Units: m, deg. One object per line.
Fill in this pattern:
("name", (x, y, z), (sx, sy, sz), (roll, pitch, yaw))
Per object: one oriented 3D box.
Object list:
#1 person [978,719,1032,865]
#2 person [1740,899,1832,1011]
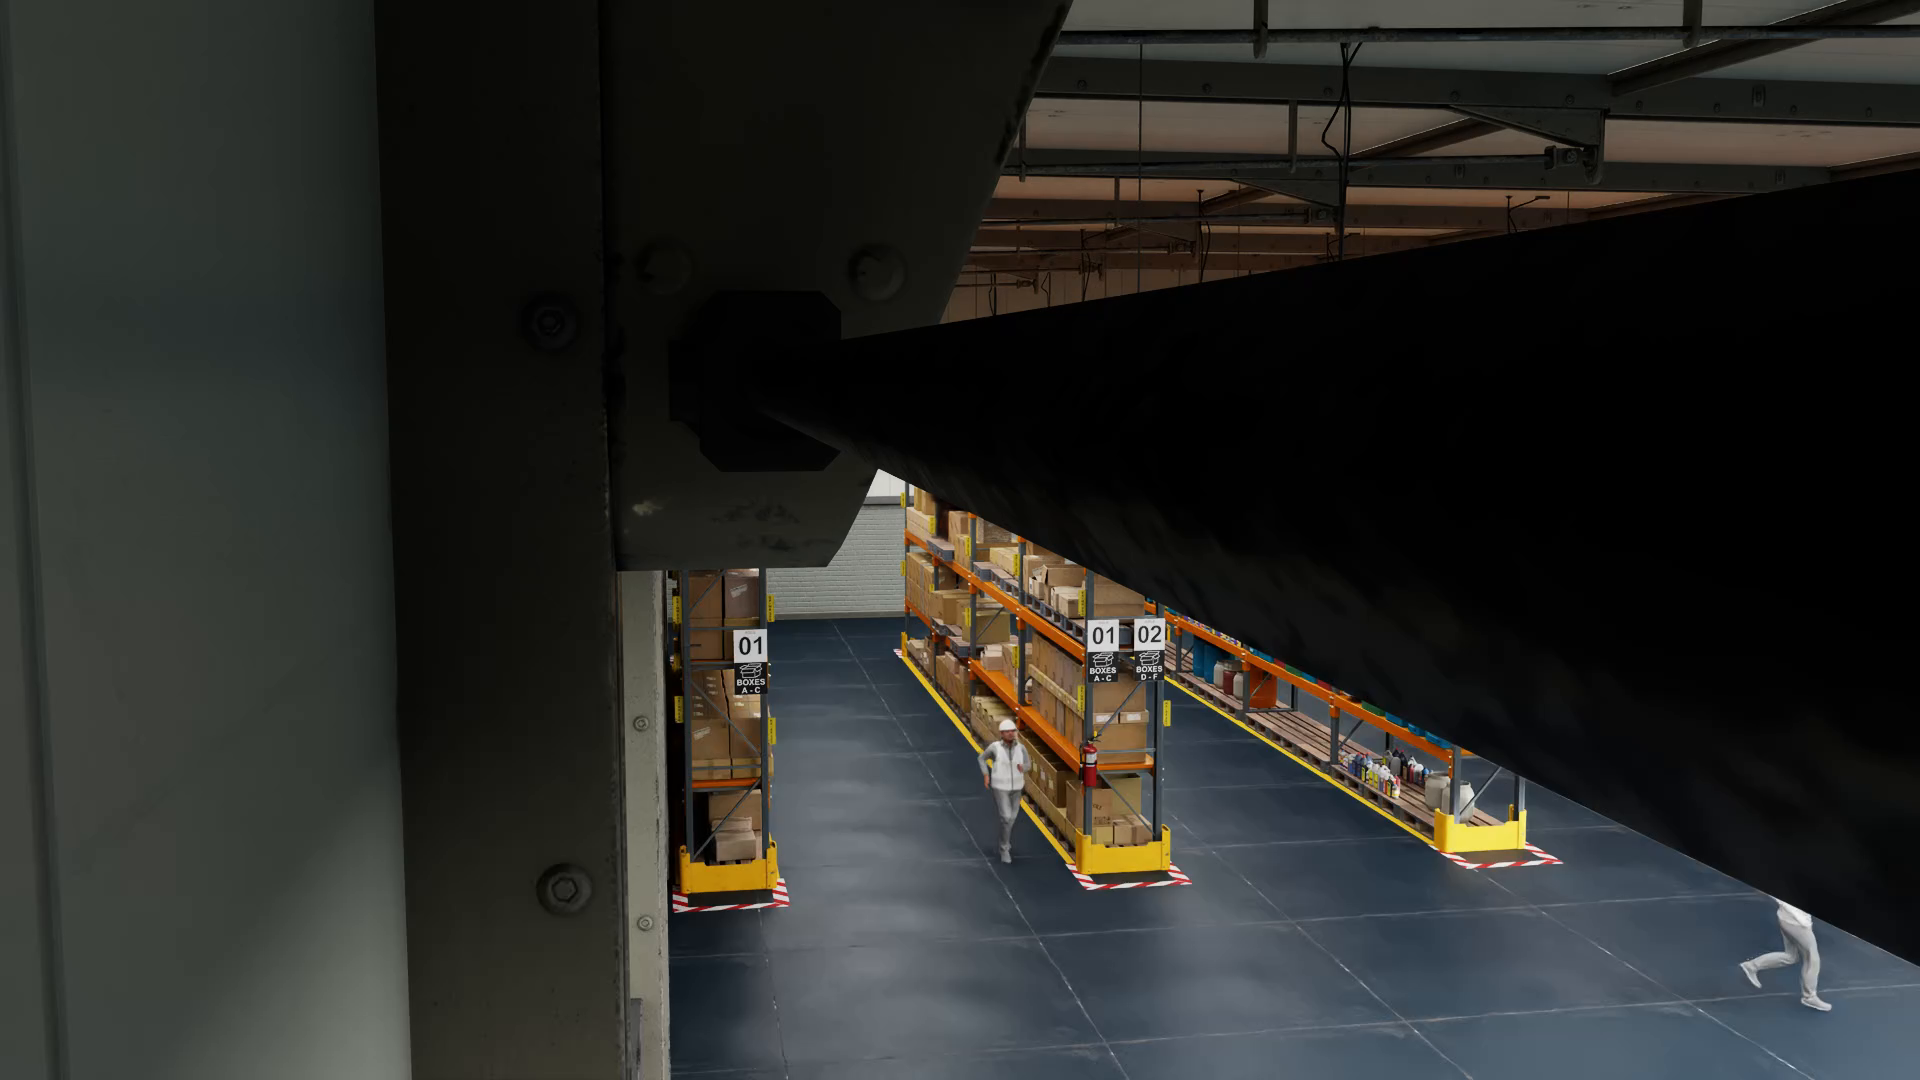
("person", (0.608, 3.225, 21.484), (0.625, 1.833, 0.767), (-2, 6, -21))
("person", (8.225, 3.804, 16.480), (0.843, 1.691, 0.618), (2, 6, 16))
